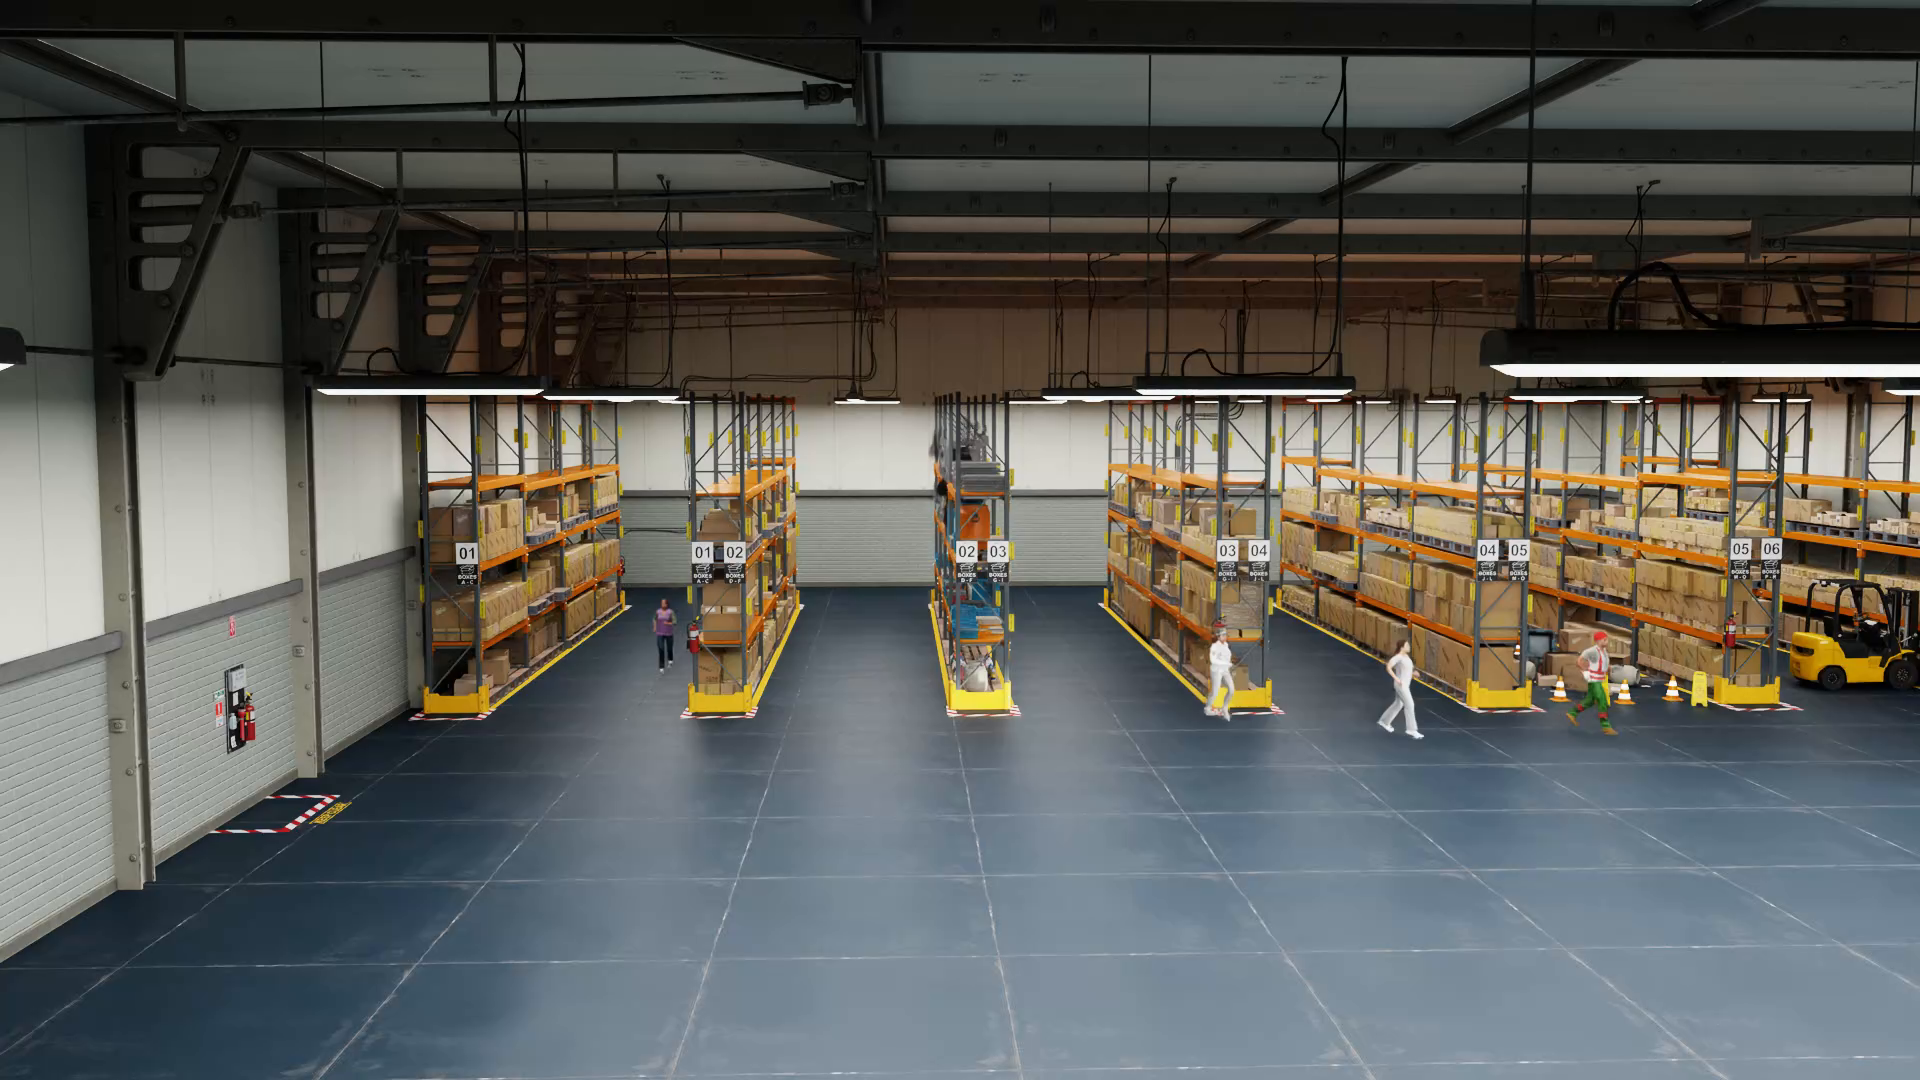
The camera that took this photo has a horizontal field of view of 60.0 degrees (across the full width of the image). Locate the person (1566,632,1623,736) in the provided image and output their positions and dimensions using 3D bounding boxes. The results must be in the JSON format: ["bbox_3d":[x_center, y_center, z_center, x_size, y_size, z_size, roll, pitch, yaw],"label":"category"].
[{"bbox_3d":[11.137,2.487,29.240,0.996,1.793,0.614,4,6,41],"label":"person"}]

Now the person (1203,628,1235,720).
[{"bbox_3d":[4.782,2.460,30.436,0.627,1.746,0.706,-4,6,-39],"label":"person"}]

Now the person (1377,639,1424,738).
[{"bbox_3d":[7.661,2.556,28.868,0.837,1.696,0.571,3,5,30],"label":"person"}]

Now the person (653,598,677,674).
[{"bbox_3d":[-6.344,2.045,35.744,0.537,1.581,0.893,0,5,-4],"label":"person"}]
